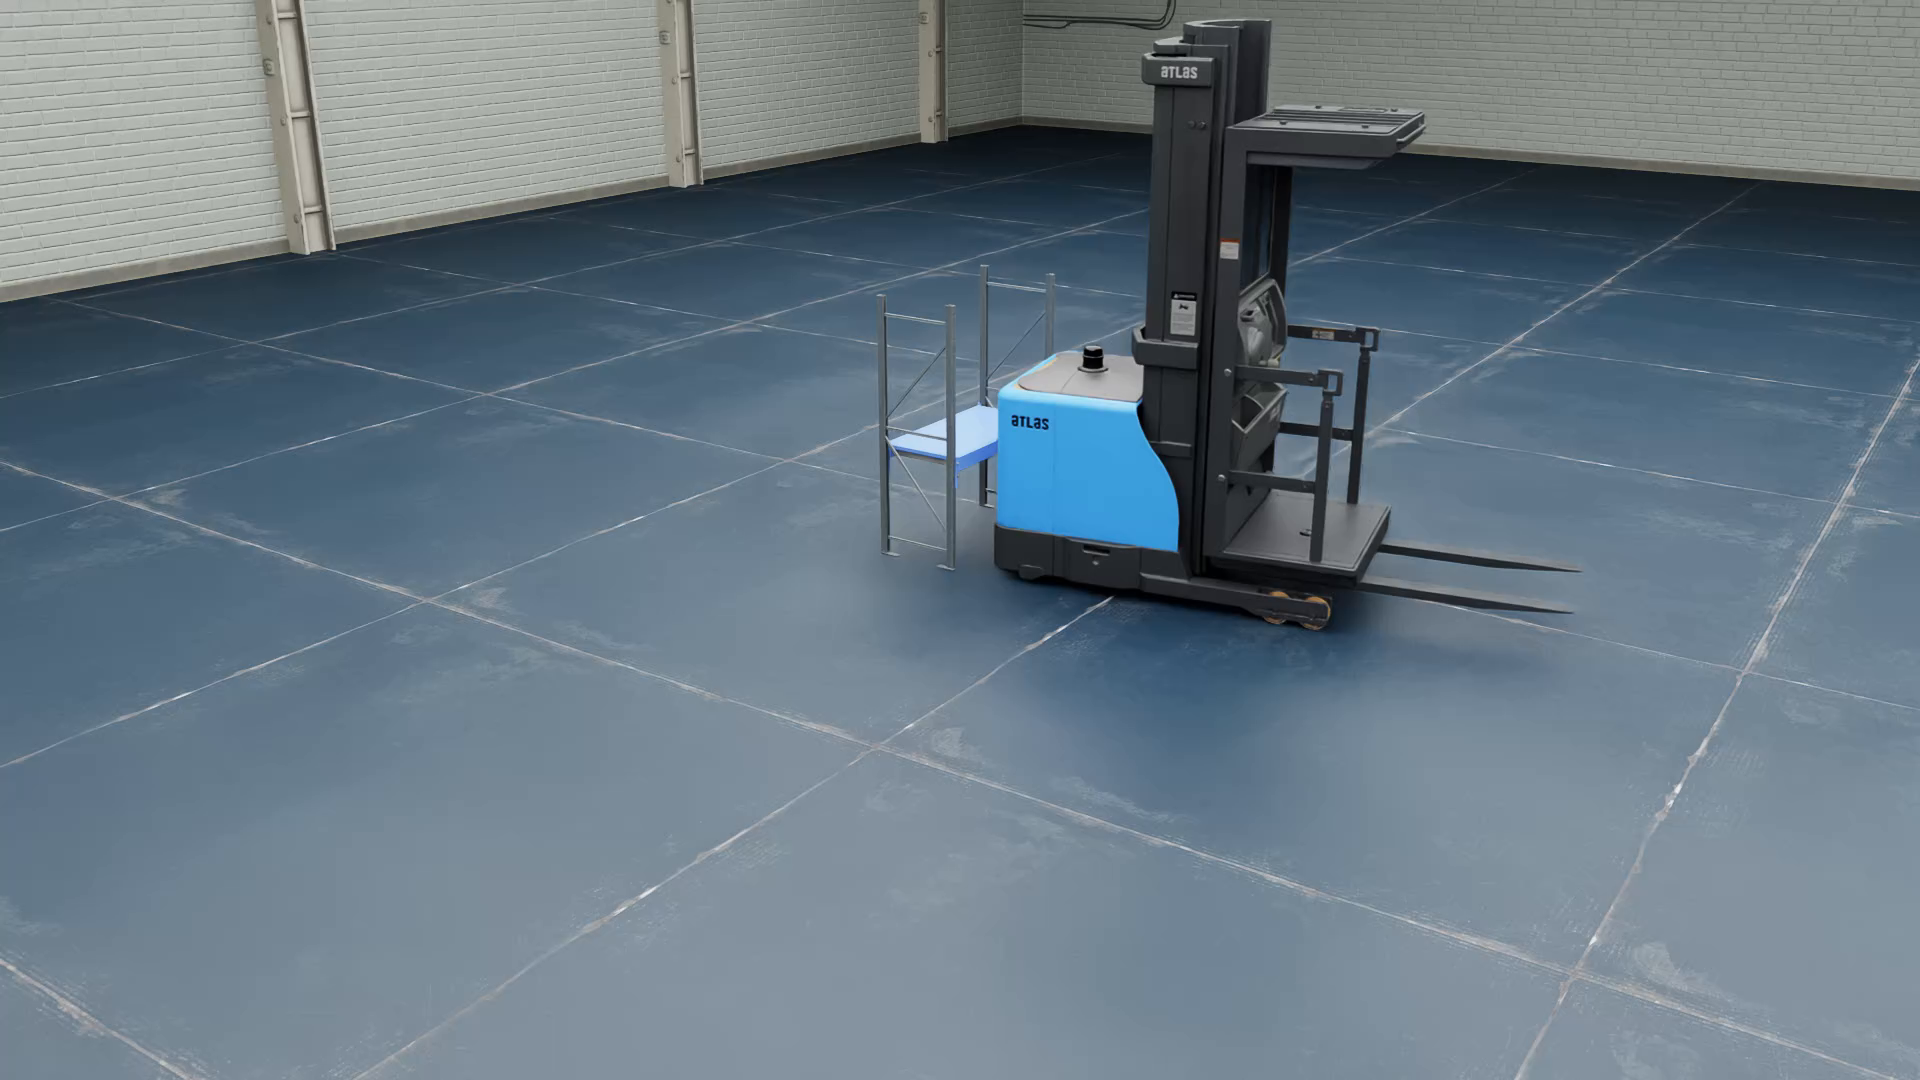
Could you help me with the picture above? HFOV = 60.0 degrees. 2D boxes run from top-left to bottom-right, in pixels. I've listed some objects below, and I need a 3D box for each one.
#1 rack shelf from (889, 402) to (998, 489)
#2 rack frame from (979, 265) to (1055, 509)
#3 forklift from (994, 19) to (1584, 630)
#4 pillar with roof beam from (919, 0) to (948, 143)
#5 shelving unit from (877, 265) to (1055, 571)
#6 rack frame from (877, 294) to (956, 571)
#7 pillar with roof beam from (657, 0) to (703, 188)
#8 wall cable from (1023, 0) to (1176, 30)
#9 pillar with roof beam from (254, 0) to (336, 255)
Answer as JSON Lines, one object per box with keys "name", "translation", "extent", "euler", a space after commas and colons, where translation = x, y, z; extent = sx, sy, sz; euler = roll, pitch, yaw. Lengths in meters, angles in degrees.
{"name": "rack shelf", "translation": [0.048, -0.559, 9.633], "extent": [0.538, 0.185, 1.000], "euler": [13, 24, 32]}
{"name": "rack frame", "translation": [0.334, -0.874, 9.965], "extent": [0.500, 1.500, 0.032], "euler": [13, 24, 32]}
{"name": "forklift", "translation": [1.754, -1.123, 8.577], "extent": [3.031, 2.935, 1.130], "euler": [8, 22, 22]}
{"name": "pillar with roof beam", "translation": [3.125, -10.036, 23.926], "extent": [9.100, 9.000, 0.400], "euler": [13, 24, 32]}
{"name": "shelving unit", "translation": [0.048, -0.728, 9.571], "extent": [0.538, 1.500, 1.048], "euler": [13, 24, 32]}
{"name": "rack frame", "translation": [-0.238, -0.582, 9.177], "extent": [0.500, 1.500, 0.032], "euler": [13, 24, 32]}
{"name": "pillar with roof beam", "translation": [-0.248, -8.314, 19.271], "extent": [9.100, 9.000, 0.400], "euler": [13, 24, 32]}
{"name": "wall cable", "translation": [2.314, -10.007, 28.322], "extent": [3.097, 2.526, 0.112], "euler": [13, 24, 32]}
{"name": "pillar with roof beam", "translation": [-3.621, -6.593, 14.617], "extent": [9.100, 9.000, 0.400], "euler": [13, 24, 32]}
